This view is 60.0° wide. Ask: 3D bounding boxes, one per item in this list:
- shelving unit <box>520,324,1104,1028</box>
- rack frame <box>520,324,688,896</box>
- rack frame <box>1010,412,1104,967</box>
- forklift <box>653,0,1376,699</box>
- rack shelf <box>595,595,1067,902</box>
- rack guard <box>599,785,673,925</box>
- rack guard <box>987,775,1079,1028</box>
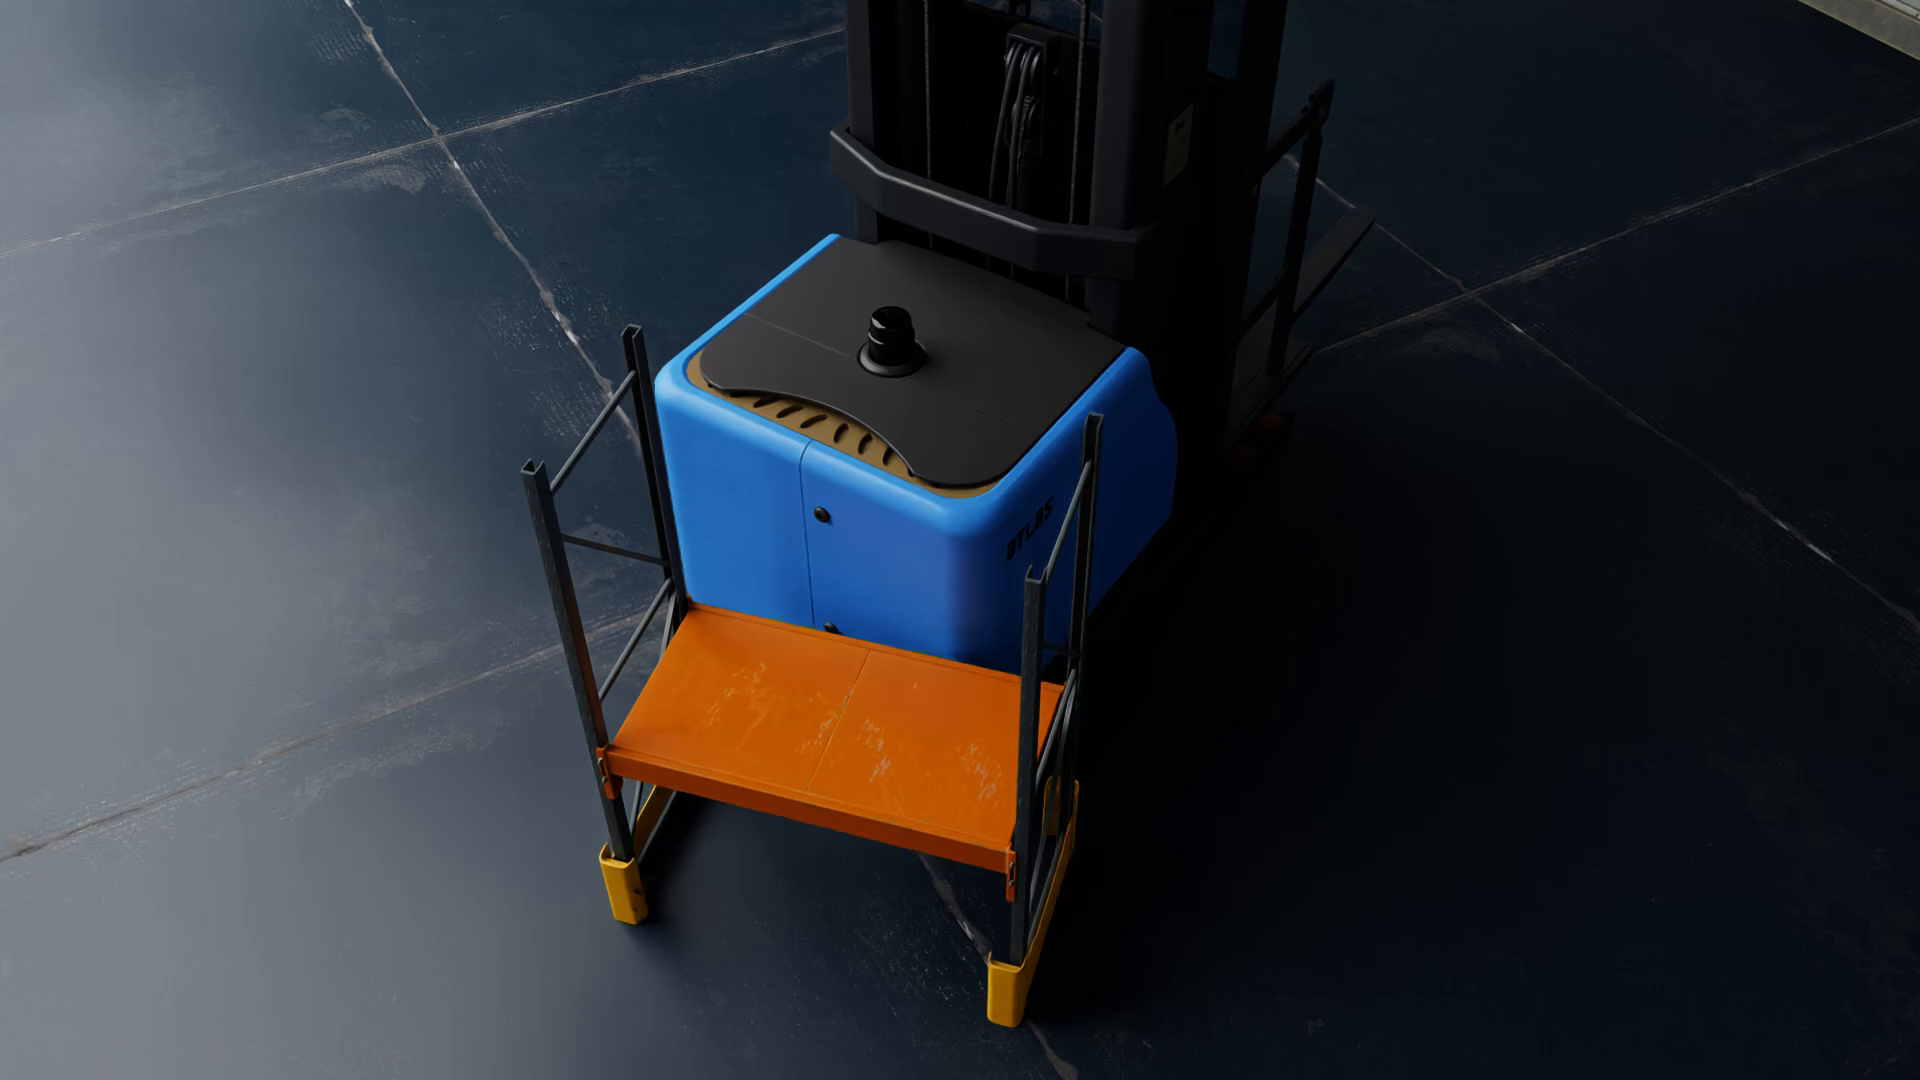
[{"bbox_3d":[-0.291,0.343,3.819,1.083,1.500,0.587,12,45,12],"label":"shelving unit"},{"bbox_3d":[-0.769,0.243,3.923,0.032,1.500,0.500,12,45,12],"label":"rack frame"},{"bbox_3d":[0.204,0.448,3.712,0.032,1.500,0.500,12,45,12],"label":"rack frame"},{"bbox_3d":[0.442,-1.363,4.550,1.130,2.935,3.031,24,49,23],"label":"forklift"},{"bbox_3d":[-0.282,0.474,3.943,1.000,0.185,0.538,12,45,12],"label":"rack shelf"},{"bbox_3d":[-0.768,0.691,4.358,0.087,0.250,0.587,12,45,12],"label":"rack guard"},{"bbox_3d":[0.185,0.893,4.151,0.087,0.250,0.587,12,45,12],"label":"rack guard"}]
